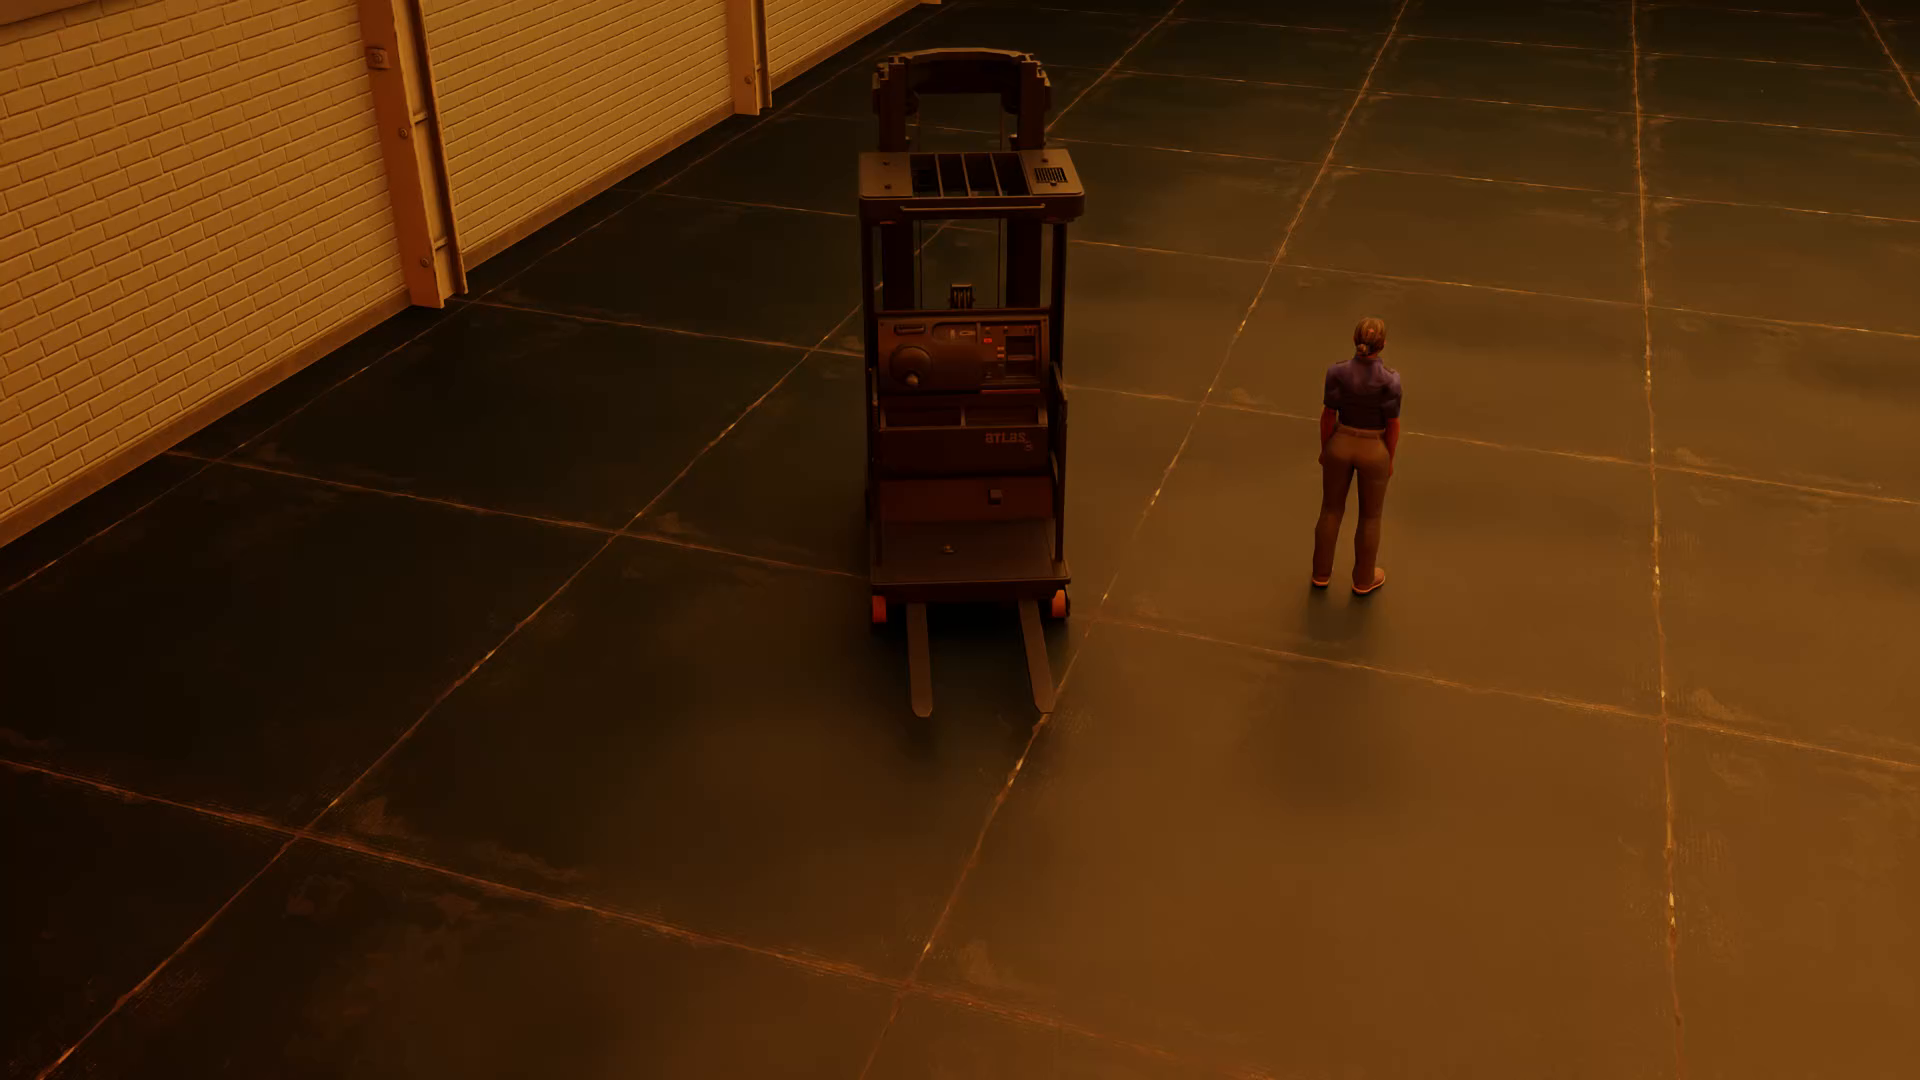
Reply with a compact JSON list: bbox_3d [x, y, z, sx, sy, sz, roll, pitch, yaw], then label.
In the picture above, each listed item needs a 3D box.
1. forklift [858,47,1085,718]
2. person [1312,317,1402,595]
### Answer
[{"bbox_3d":[0.035,-0.972,8.842,1.130,2.935,3.031,-2,30,-3],"label":"forklift"},{"bbox_3d":[2.224,-0.477,9.265,0.446,1.660,0.341,13,32,21],"label":"person"}]
